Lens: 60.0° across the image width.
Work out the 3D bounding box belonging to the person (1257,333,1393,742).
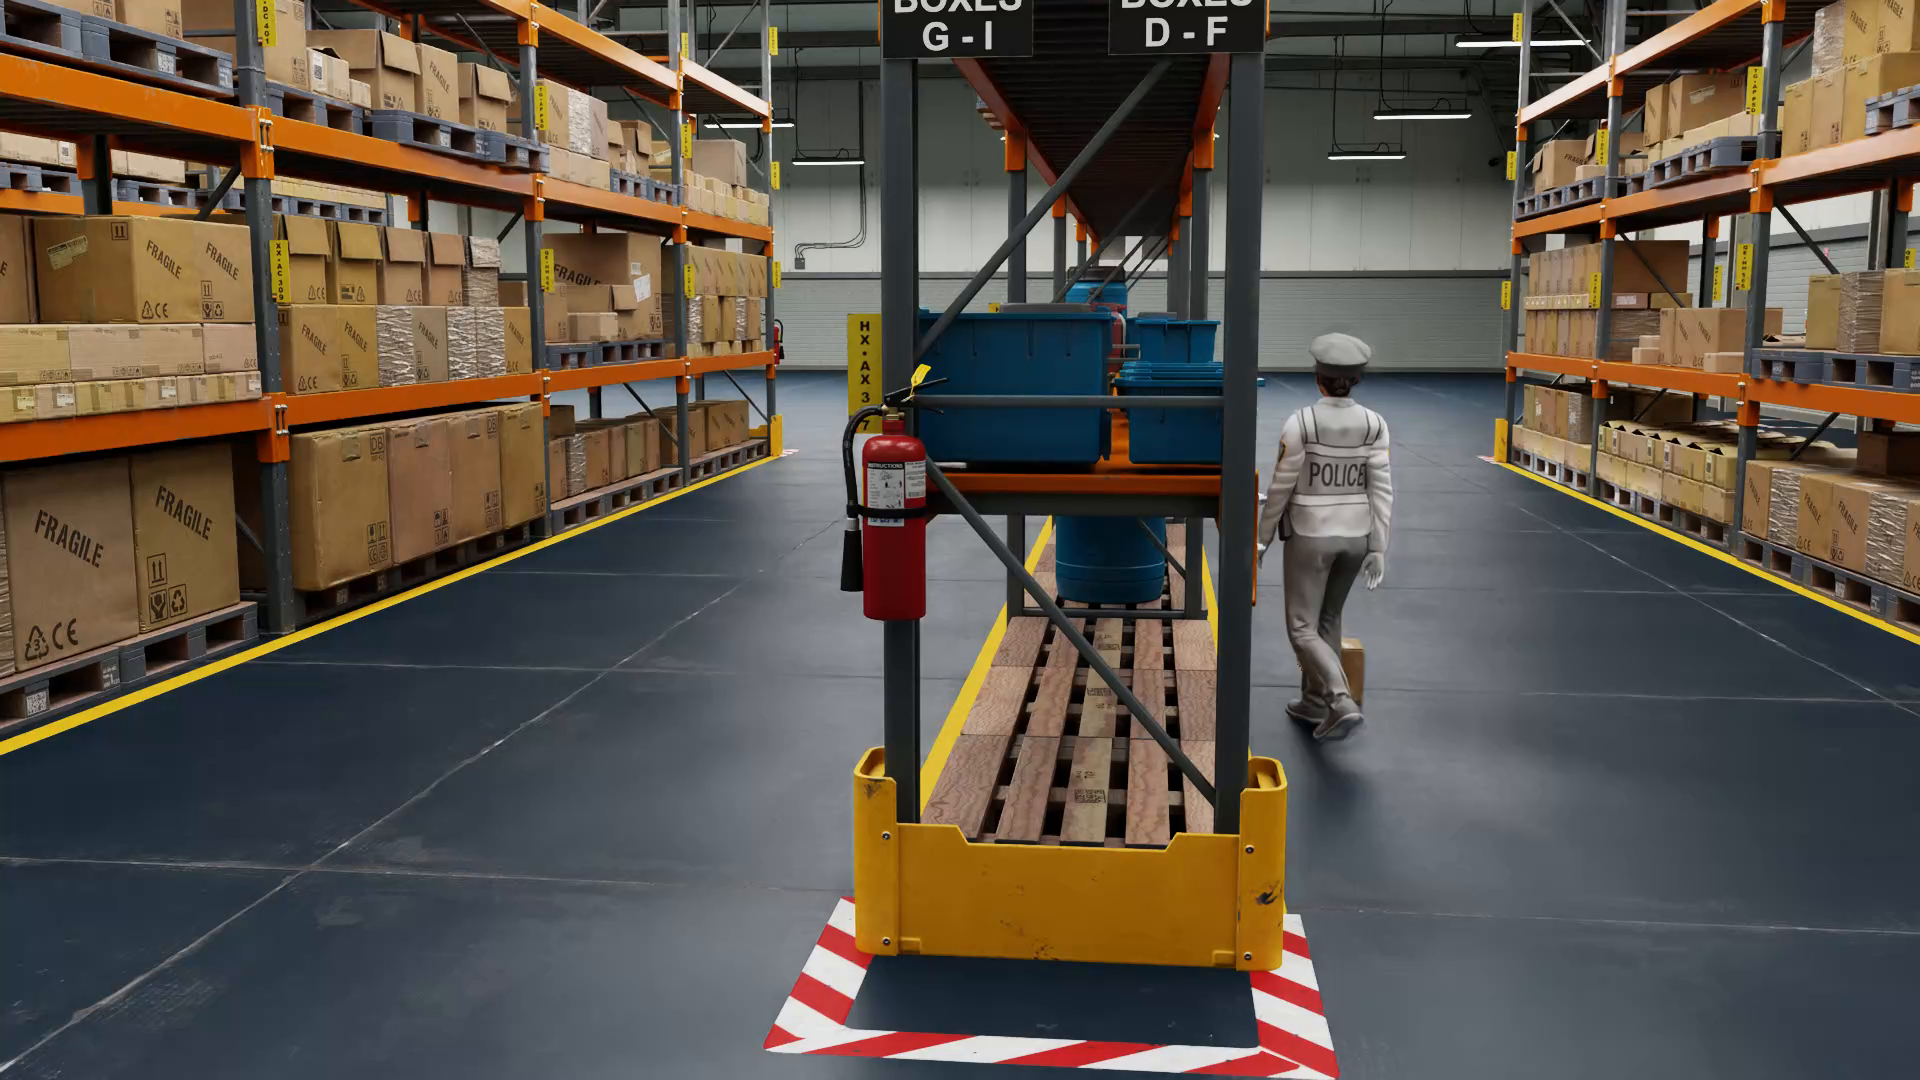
[{"bbox_3d":[1.471,-0.006,6.709,0.481,1.649,0.911,-2,8,-14],"label":"person"}]
